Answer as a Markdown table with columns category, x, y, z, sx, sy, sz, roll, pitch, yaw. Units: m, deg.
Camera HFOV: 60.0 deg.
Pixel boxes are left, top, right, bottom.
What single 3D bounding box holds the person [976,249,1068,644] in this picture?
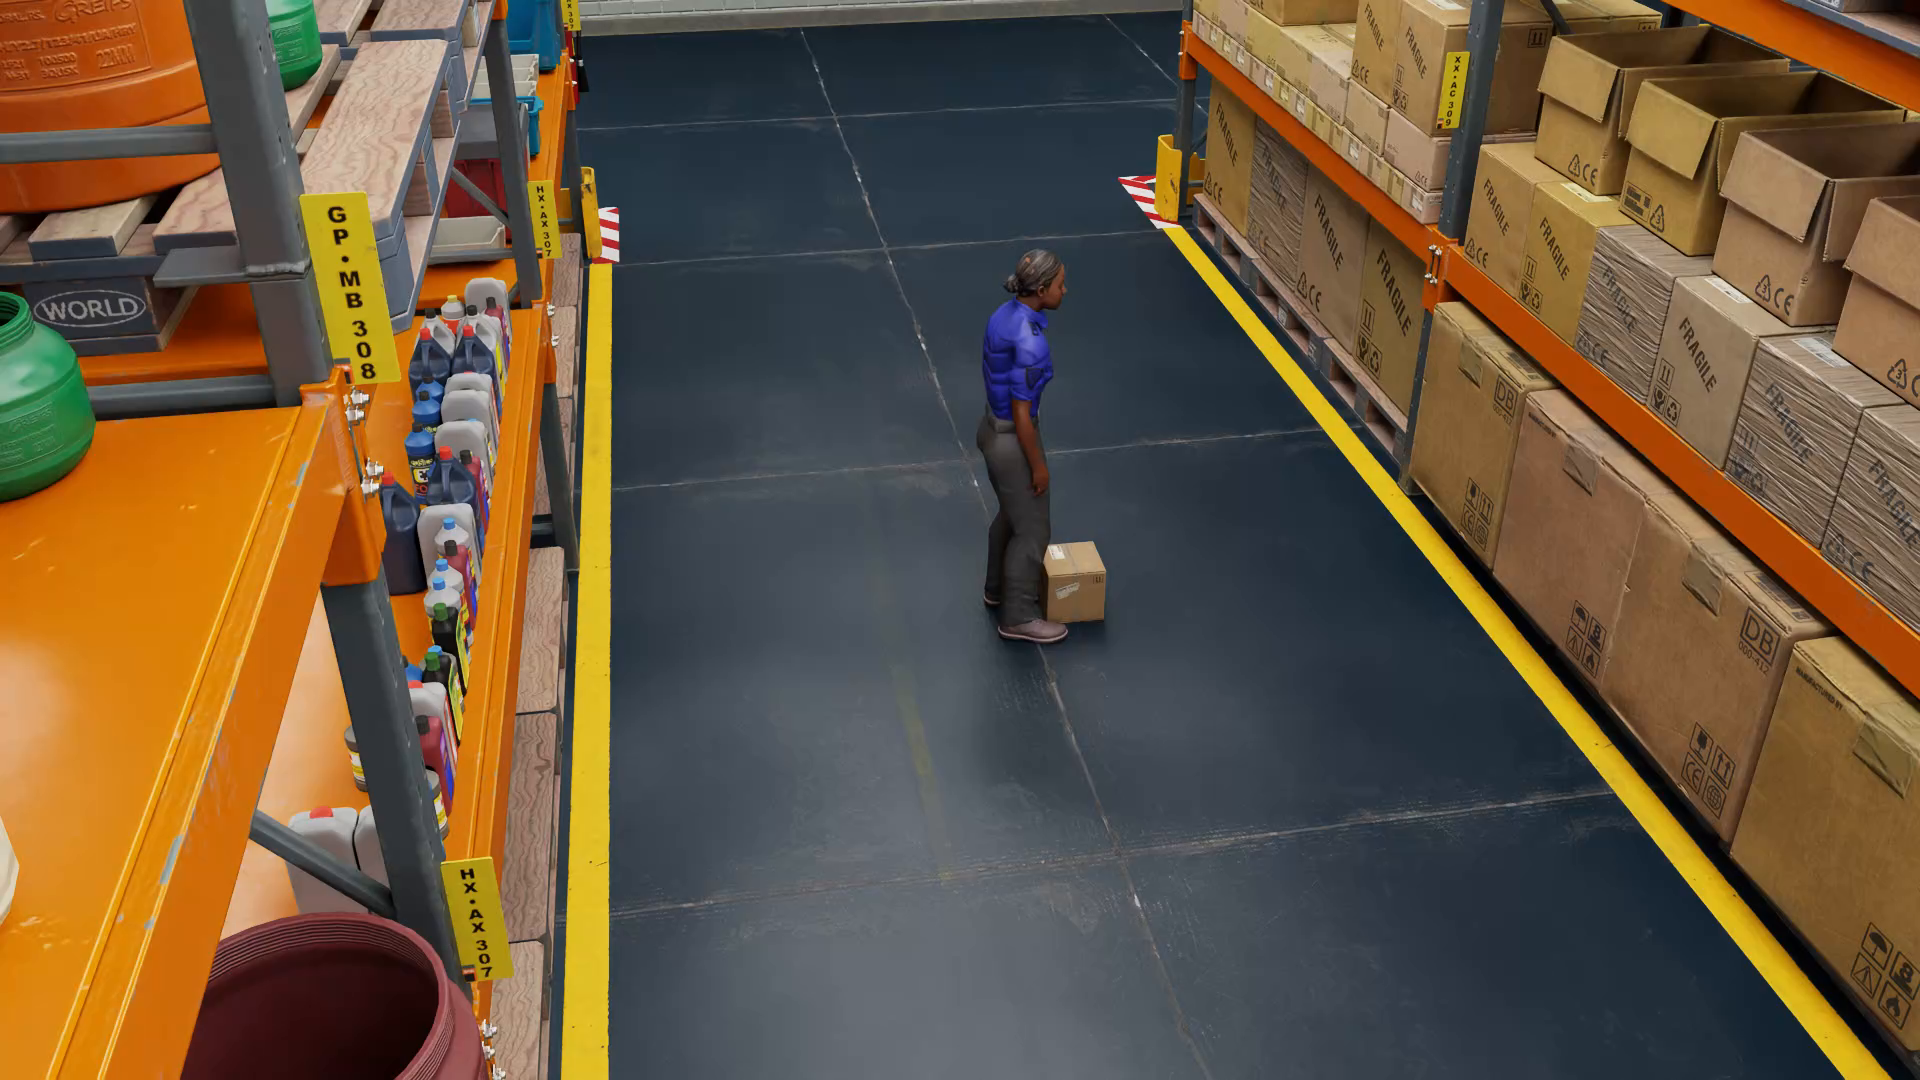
| category | x | y | z | sx | sy | sz | roll | pitch | yaw |
| --- | --- | --- | --- | --- | --- | --- | --- | --- | --- |
| person | 0.251 | -0.389 | 6.787 | 0.347 | 1.655 | 0.505 | -5 | 31 | -9 |
